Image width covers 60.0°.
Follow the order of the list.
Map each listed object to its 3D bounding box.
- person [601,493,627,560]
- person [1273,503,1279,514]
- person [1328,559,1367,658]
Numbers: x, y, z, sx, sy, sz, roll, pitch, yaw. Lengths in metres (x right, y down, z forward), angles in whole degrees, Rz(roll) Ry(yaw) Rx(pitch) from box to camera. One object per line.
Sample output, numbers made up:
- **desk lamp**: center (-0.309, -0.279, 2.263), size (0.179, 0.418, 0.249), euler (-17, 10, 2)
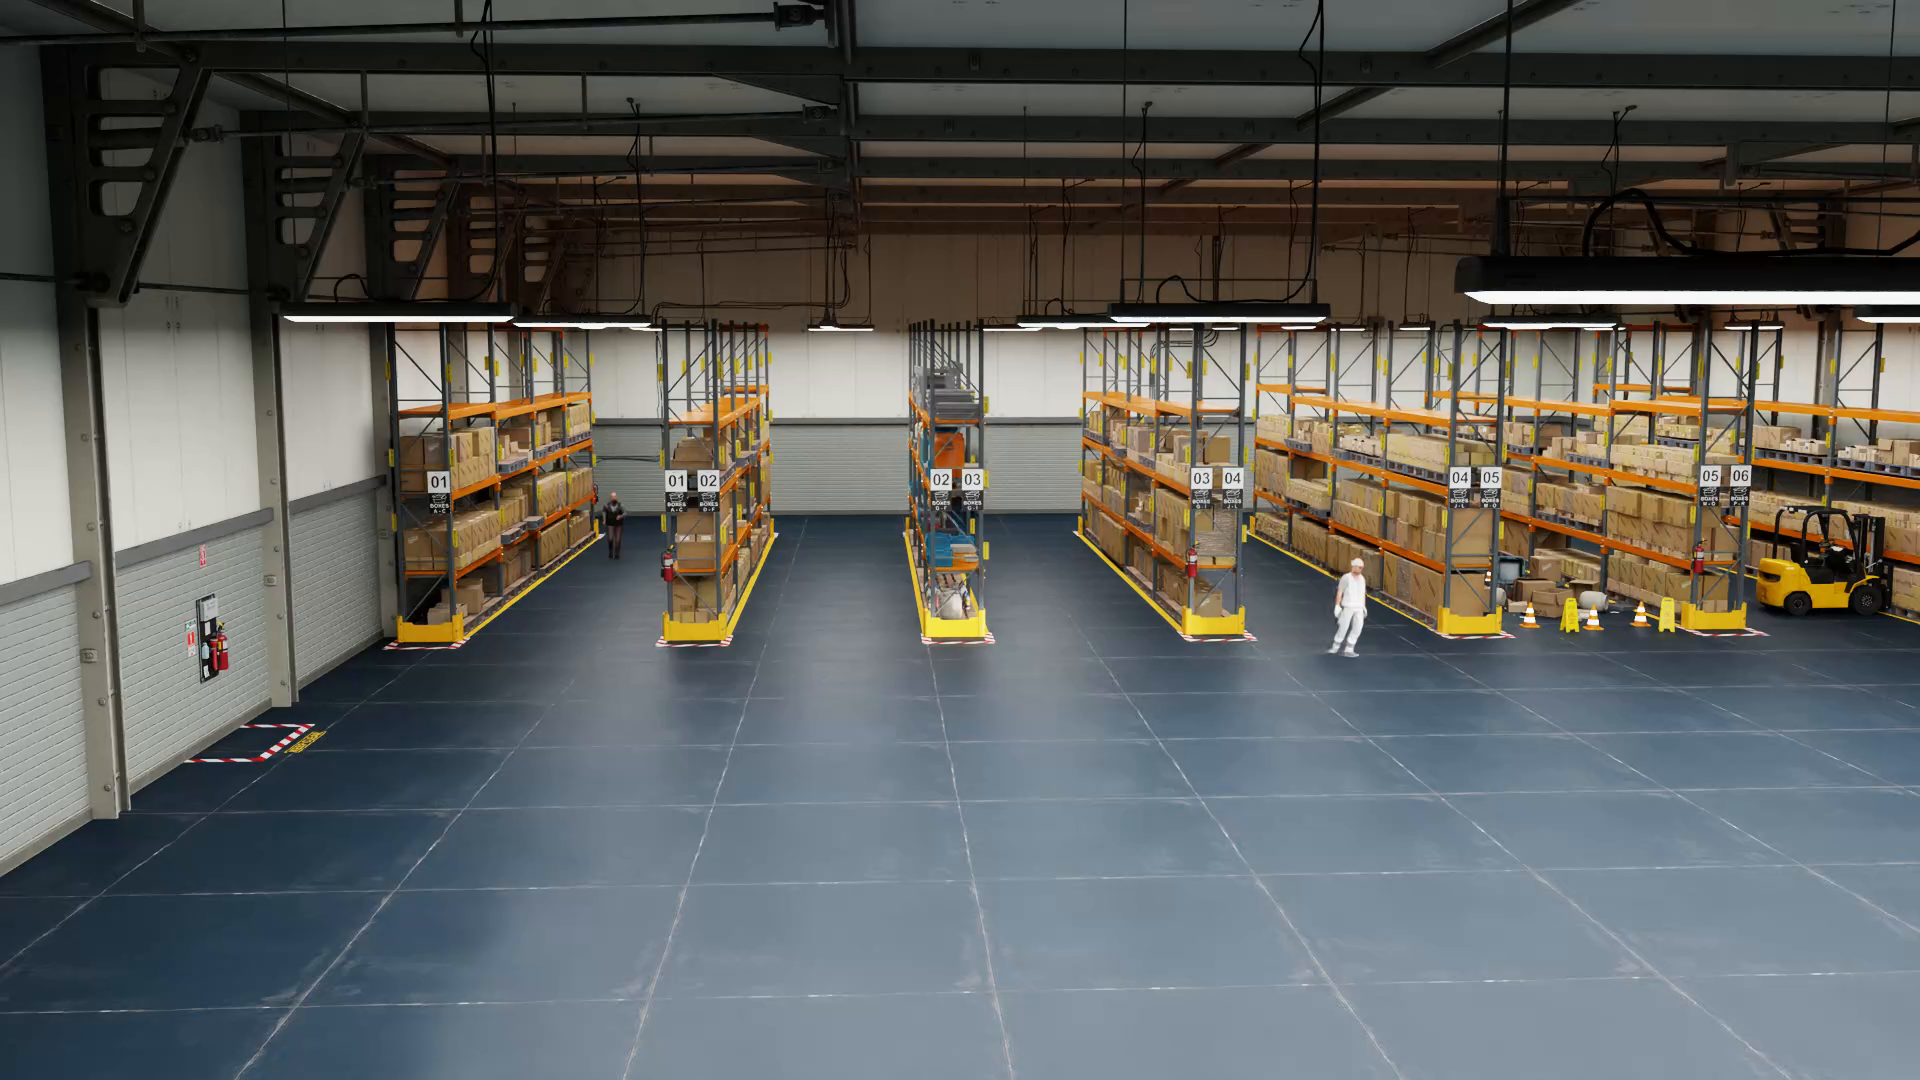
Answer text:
- **person**: center (-8.776, -0.341, 42.236), size (0.649, 1.707, 0.688), euler (-1, 7, -9)
- **person**: center (9.744, -1.372, 50.247), size (0.682, 1.816, 0.840), euler (7, 10, 44)
- **person**: center (6.896, 1.201, 29.553), size (0.657, 1.765, 0.494), euler (-3, 8, -25)
